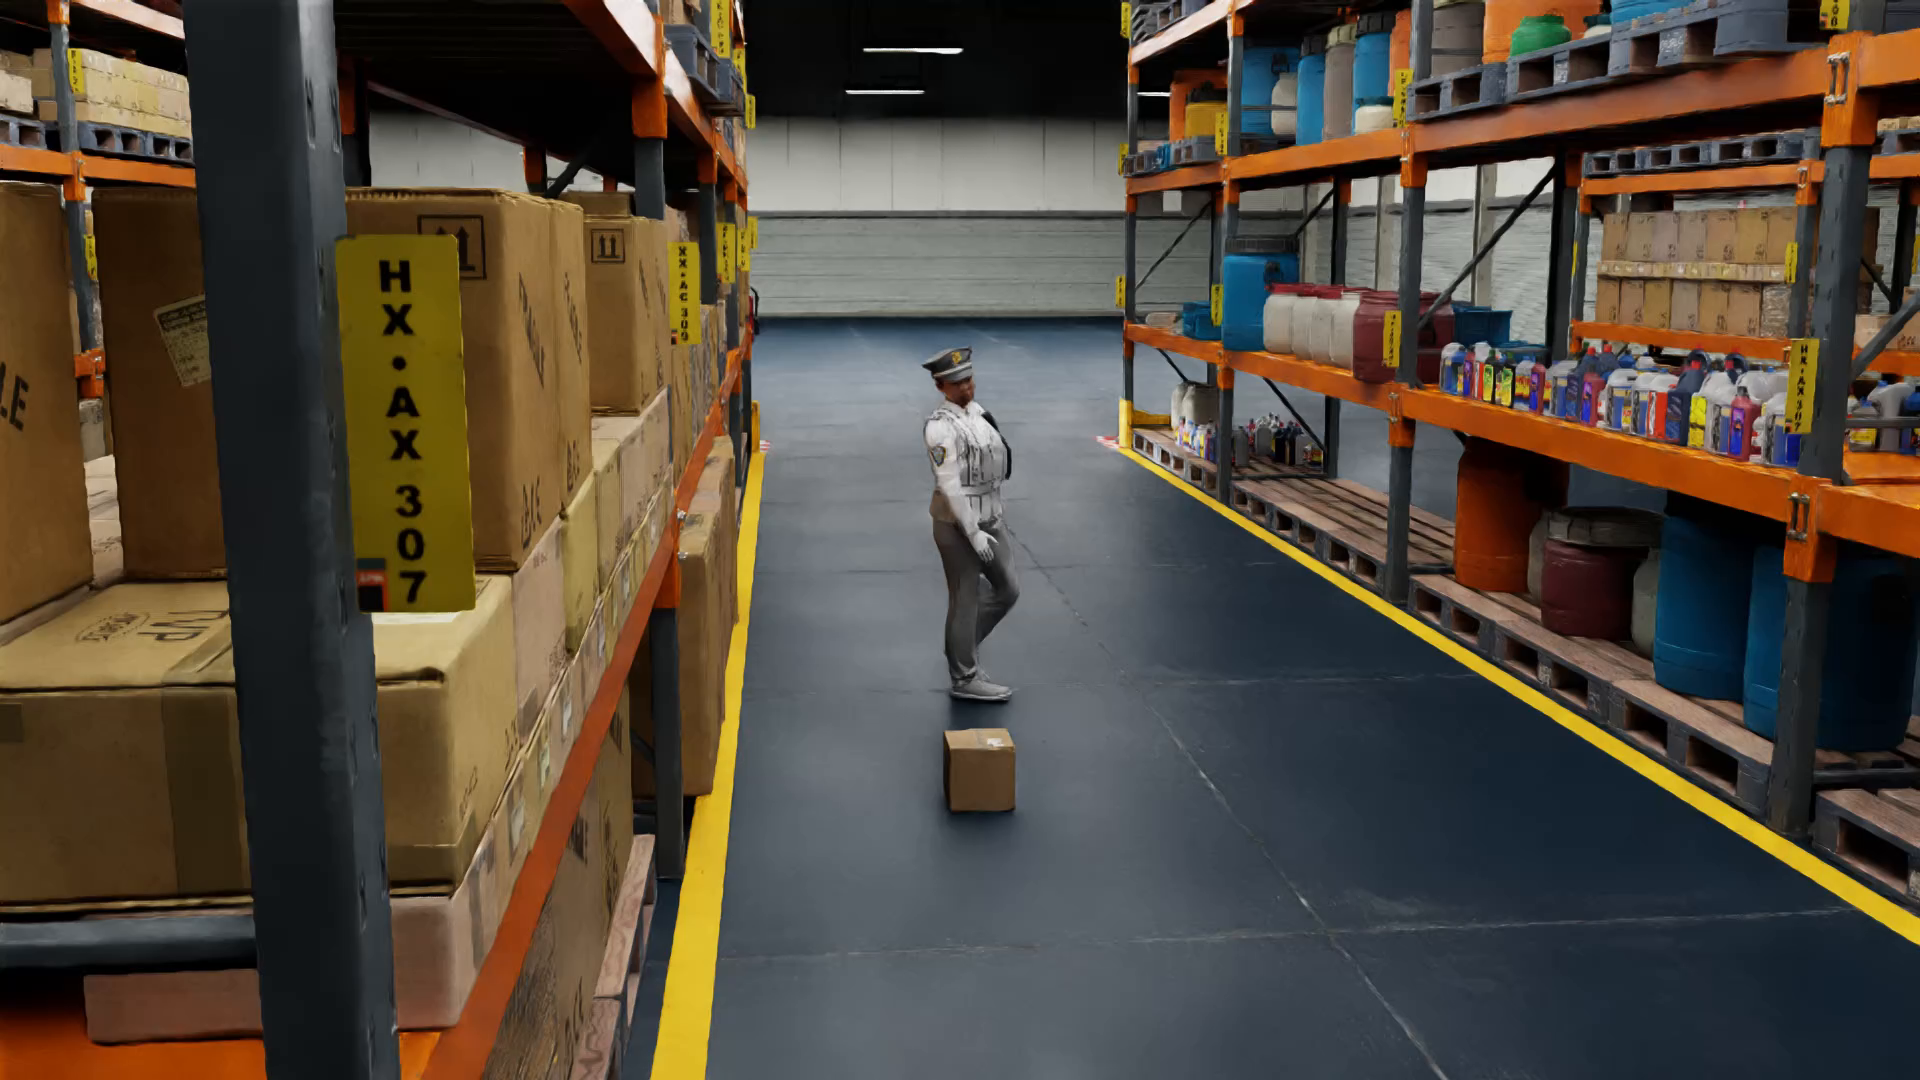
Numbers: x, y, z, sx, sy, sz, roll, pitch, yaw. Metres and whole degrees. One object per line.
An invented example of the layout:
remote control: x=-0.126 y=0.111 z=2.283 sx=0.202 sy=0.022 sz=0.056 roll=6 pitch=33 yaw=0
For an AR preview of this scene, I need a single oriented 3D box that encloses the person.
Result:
person: x=0.043 y=-0.067 z=7.738 sx=0.417 sy=1.675 sz=0.568 roll=5 pitch=11 yaw=27
